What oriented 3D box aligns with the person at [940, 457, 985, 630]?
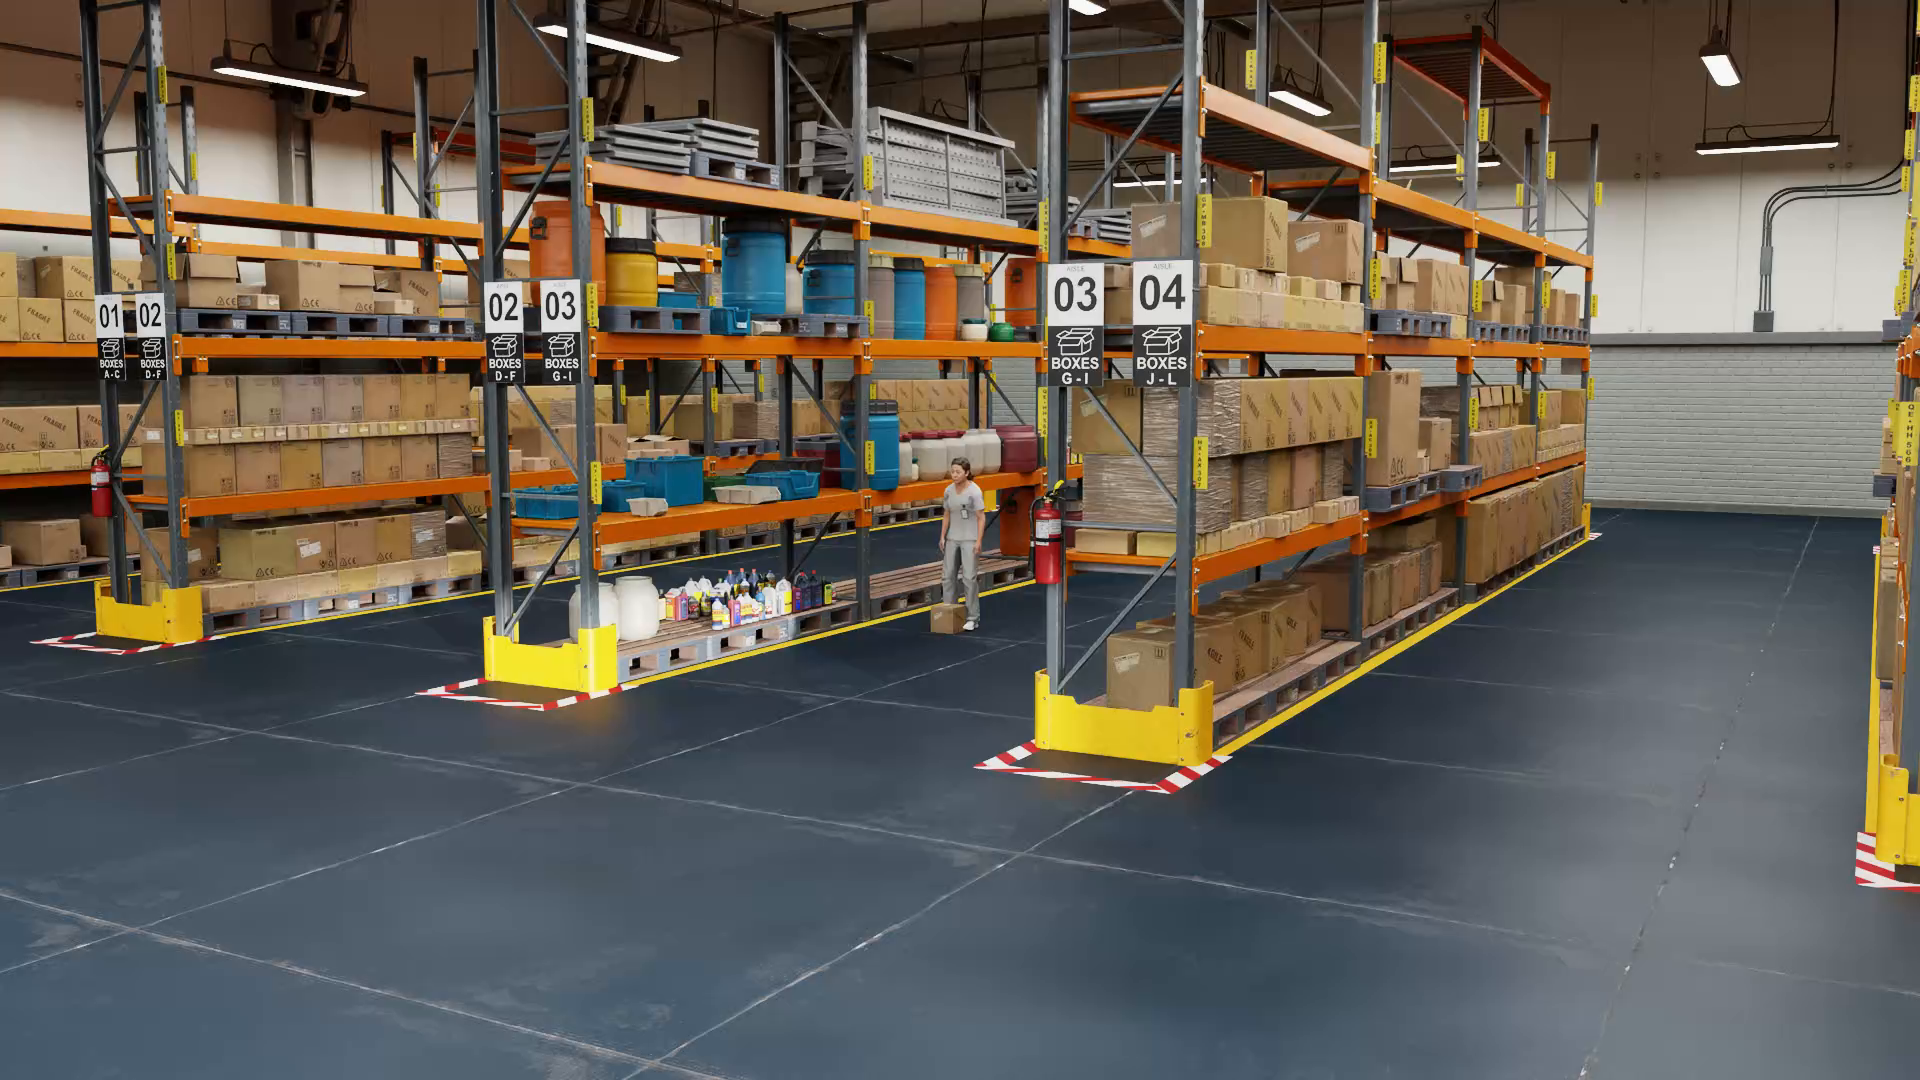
[{"bbox_3d":[0.018,0.024,16.105,0.484,1.672,0.360,4,7,33],"label":"person"}]
